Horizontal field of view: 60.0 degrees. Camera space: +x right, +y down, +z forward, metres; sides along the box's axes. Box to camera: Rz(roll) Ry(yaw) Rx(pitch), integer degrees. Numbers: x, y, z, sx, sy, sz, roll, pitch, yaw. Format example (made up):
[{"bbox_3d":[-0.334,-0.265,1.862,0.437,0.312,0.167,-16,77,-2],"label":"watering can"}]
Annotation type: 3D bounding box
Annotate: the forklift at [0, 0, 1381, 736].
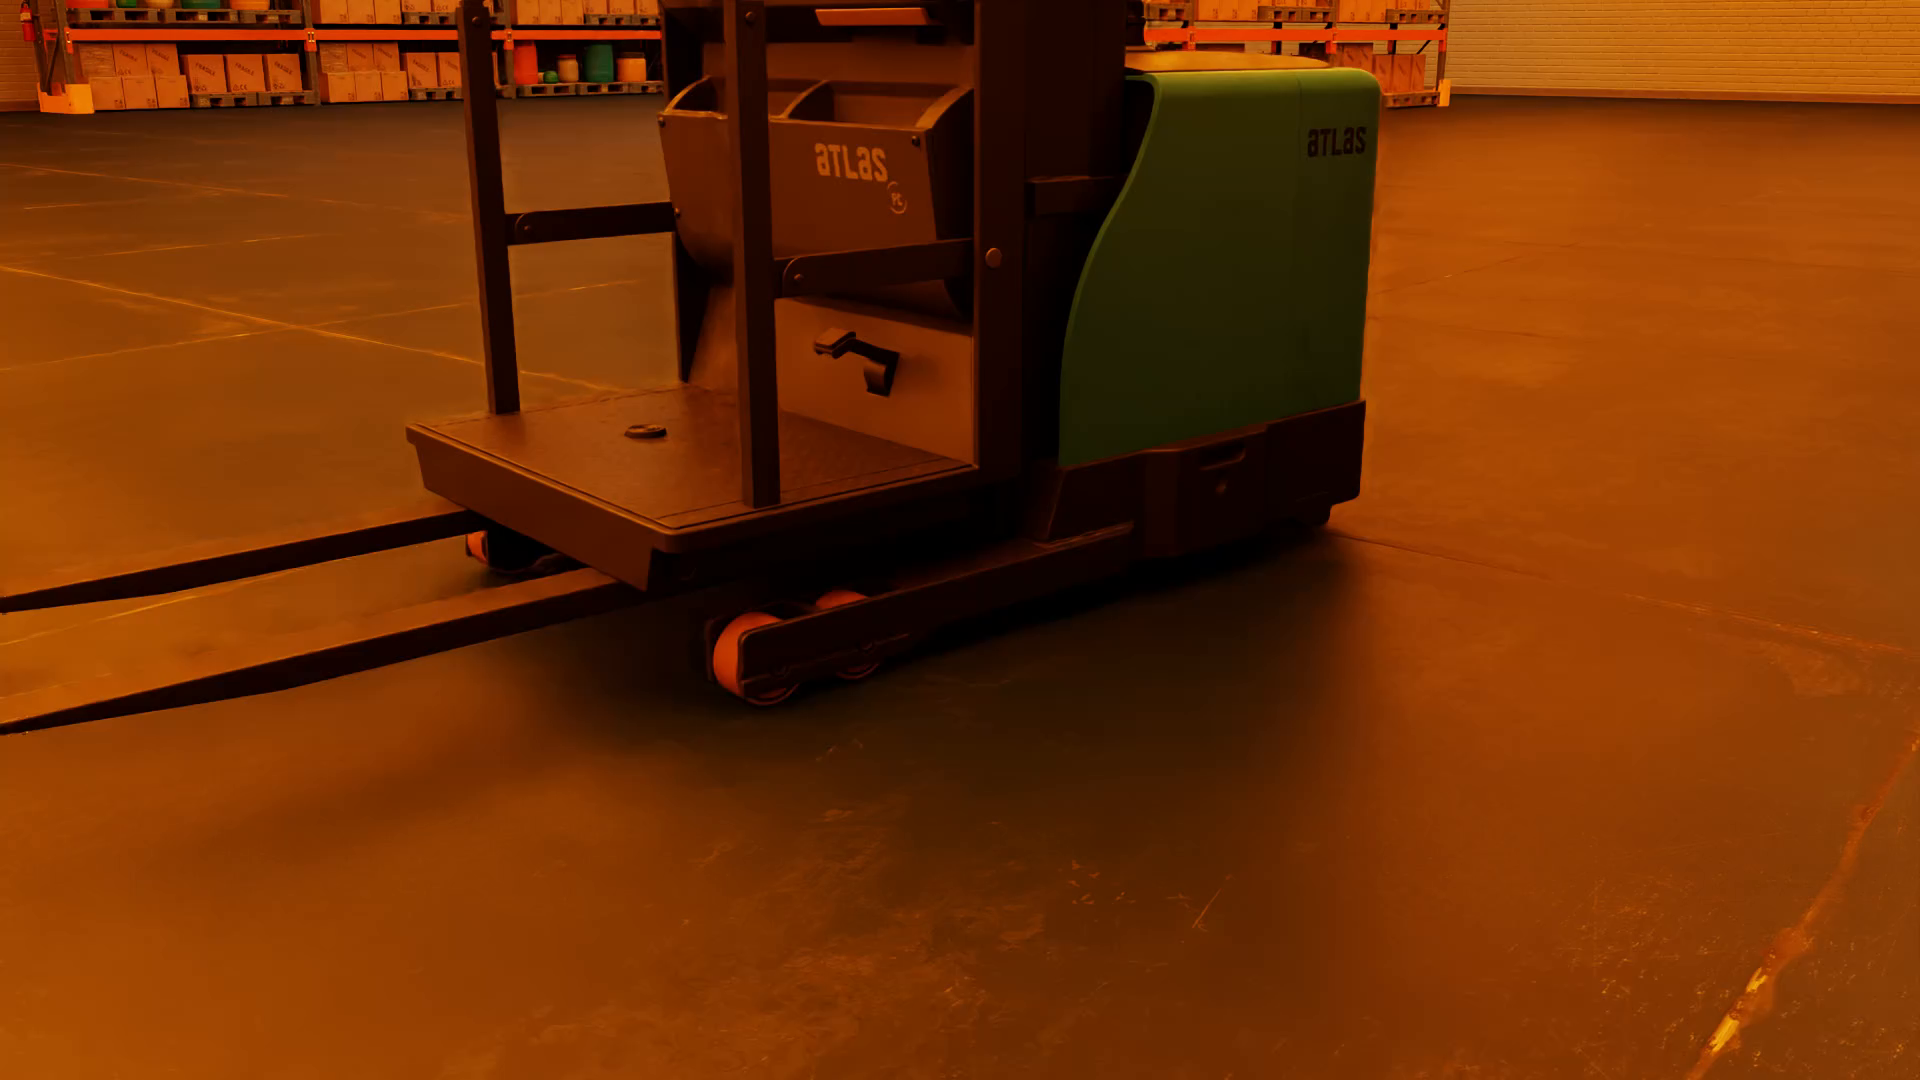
[{"bbox_3d":[-0.468,-1.278,3.105,3.031,2.935,1.130,-14,22,-39],"label":"forklift"}]
